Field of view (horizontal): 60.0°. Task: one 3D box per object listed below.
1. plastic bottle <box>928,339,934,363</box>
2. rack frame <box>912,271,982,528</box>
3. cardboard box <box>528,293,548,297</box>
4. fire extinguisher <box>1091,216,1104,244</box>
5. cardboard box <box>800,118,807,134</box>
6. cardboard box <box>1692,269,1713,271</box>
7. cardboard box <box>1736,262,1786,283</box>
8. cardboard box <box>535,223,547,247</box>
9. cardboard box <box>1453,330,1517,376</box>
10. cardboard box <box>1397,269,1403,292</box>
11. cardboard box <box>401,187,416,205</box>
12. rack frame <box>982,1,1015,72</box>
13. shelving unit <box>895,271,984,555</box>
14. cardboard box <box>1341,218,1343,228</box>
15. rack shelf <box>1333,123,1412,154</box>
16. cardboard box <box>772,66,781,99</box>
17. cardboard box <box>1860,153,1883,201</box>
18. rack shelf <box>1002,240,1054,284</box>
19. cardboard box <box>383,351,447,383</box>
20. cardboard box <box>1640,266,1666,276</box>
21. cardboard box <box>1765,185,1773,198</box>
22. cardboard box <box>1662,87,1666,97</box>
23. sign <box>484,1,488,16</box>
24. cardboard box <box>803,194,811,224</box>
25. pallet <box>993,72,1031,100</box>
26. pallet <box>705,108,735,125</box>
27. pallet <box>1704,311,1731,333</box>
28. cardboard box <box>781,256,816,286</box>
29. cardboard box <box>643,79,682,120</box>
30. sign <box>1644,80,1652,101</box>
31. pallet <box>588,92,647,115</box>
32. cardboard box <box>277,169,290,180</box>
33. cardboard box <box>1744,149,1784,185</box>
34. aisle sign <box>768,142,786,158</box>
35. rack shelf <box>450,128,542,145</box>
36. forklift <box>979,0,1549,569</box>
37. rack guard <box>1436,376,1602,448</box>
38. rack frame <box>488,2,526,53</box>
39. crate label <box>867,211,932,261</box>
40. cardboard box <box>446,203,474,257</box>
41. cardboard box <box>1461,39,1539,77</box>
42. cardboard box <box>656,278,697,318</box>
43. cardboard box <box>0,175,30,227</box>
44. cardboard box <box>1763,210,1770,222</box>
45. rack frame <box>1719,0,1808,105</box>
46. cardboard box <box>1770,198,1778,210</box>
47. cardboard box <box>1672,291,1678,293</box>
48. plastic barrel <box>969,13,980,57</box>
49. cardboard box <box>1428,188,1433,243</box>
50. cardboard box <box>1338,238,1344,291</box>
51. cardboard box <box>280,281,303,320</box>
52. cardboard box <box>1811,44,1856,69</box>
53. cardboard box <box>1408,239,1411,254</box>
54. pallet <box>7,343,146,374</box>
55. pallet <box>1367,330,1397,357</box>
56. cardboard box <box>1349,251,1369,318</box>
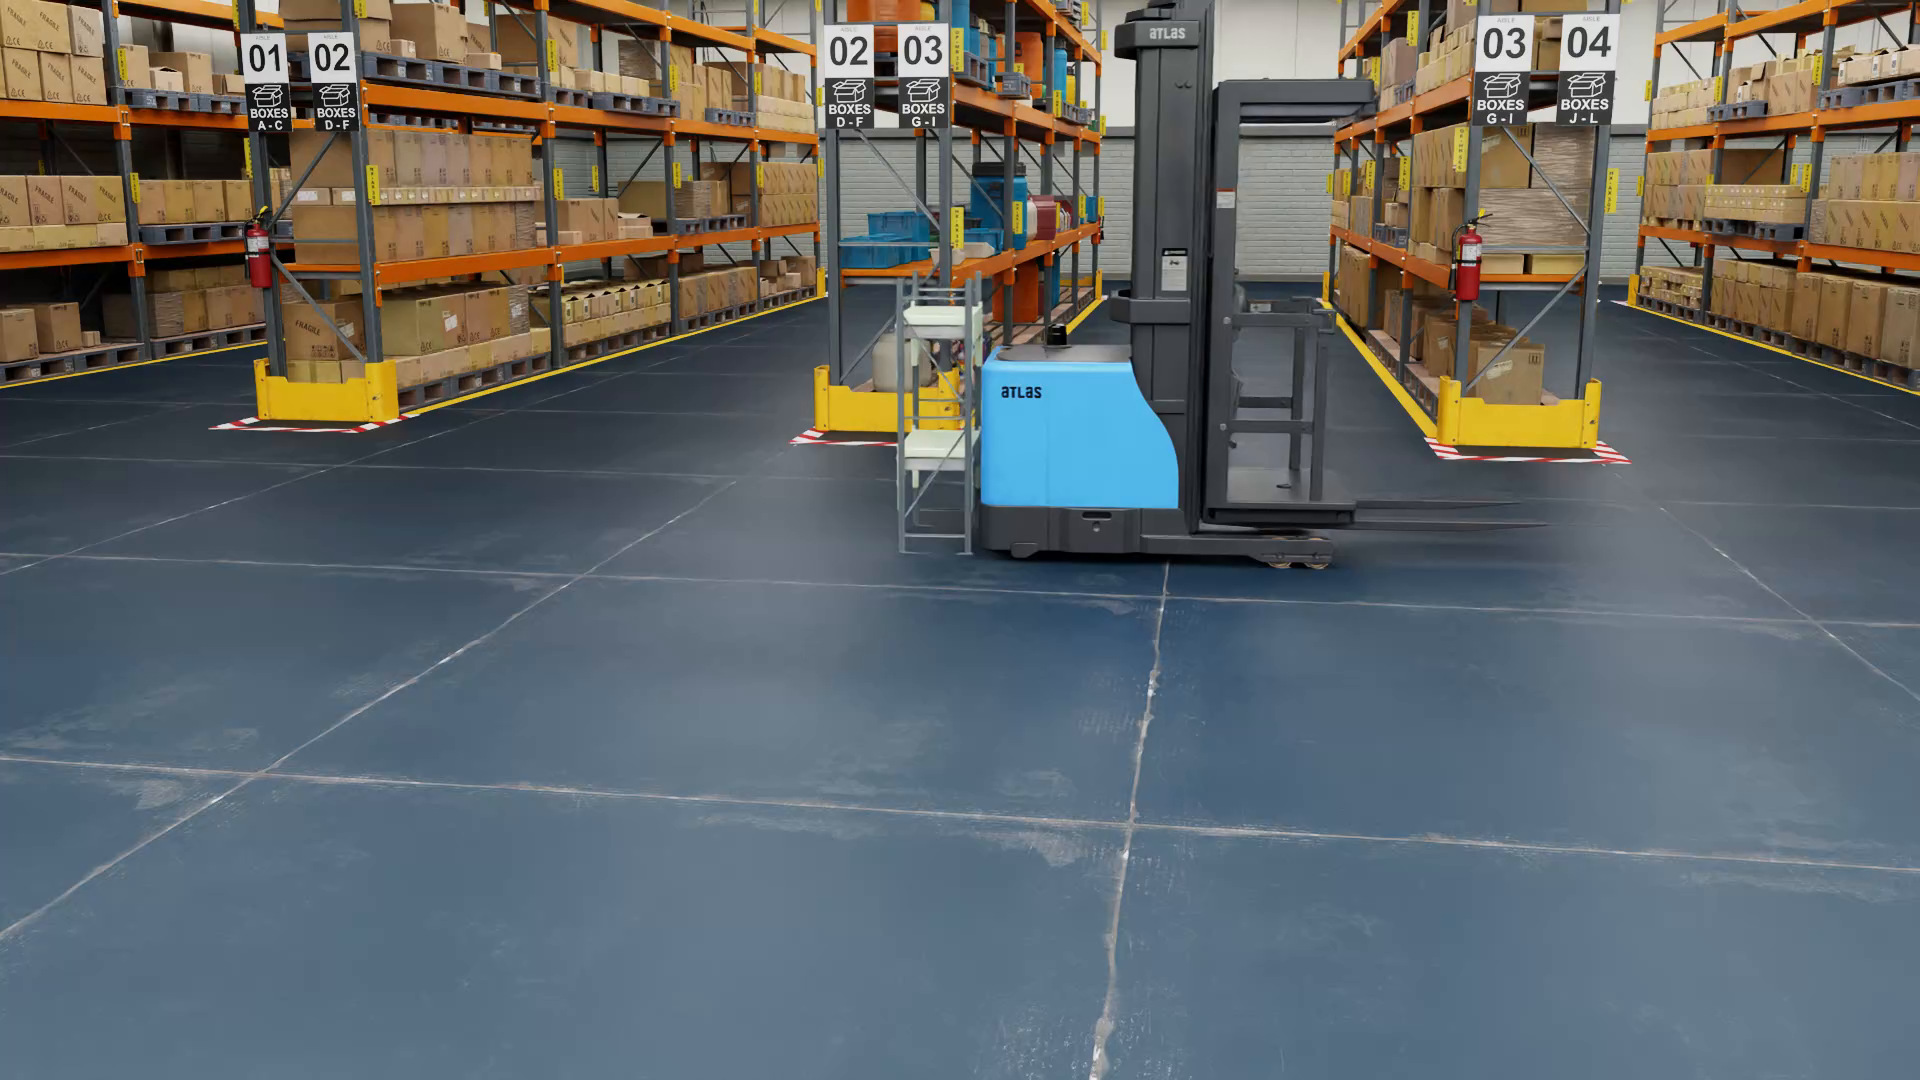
[{"bbox_3d":[-0.342,-1.961,16.716,0.144,0.351,0.185,2,12,9],"label":"plastic bottle"},{"bbox_3d":[-0.076,-0.809,9.689,0.400,1.500,0.023,1,12,5],"label":"rack frame"},{"bbox_3d":[-4.991,-2.699,19.095,0.500,0.311,0.500,2,12,10],"label":"cardboard box"},{"bbox_3d":[2.368,-5.495,28.938,0.296,0.674,0.183,2,12,9],"label":"fire extinguisher"},{"bbox_3d":[-2.904,-7.033,28.245,0.500,0.250,0.500,2,12,9],"label":"cardboard box"},{"bbox_3d":[11.732,-4.180,26.126,0.380,0.149,0.250,1,12,6],"label":"cardboard box"},{"bbox_3d":[10.523,-3.511,21.821,0.500,0.250,0.500,2,12,11],"label":"cardboard box"},{"bbox_3d":[-4.811,-3.392,18.469,0.500,0.250,0.500,3,12,12],"label":"cardboard box"},{"bbox_3d":[4.615,-1.575,14.618,0.500,0.500,0.500,3,13,14],"label":"cardboard box"},{"bbox_3d":[5.486,-3.092,19.828,0.500,0.250,0.500,2,12,11],"label":"cardboard box"},{"bbox_3d":[-5.108,-3.076,14.871,0.380,0.149,0.250,2,12,9],"label":"cardboard box"},{"bbox_3d":[0.050,-6.133,16.591,1.000,3.000,0.127,2,12,9],"label":"rack frame"},{"bbox_3d":[-0.106,-0.733,9.333,0.431,1.500,0.755,1,12,5],"label":"shelving unit"},{"bbox_3d":[6.056,-4.871,25.570,0.380,0.149,0.250,2,12,10],"label":"cardboard box"},{"bbox_3d":[6.482,-6.236,25.897,1.077,0.370,4.000,2,12,9],"label":"rack shelf"},{"bbox_3d":[-3.288,-7.337,26.687,0.700,0.500,0.500,2,12,9],"label":"cardboard box"},{"bbox_3d":[10.213,-3.923,17.966,0.700,0.500,0.500,2,12,8],"label":"cardboard box"},{"bbox_3d":[0.358,-3.265,19.230,1.077,0.370,4.000,2,12,9],"label":"rack shelf"},{"bbox_3d":[-5.083,-1.599,15.321,0.500,0.250,0.500,2,12,9],"label":"cardboard box"},{"bbox_3d":[11.259,-4.360,26.964,0.380,0.149,0.250,1,12,6],"label":"cardboard box"},{"bbox_3d":[10.148,-4.287,20.455,0.380,0.149,0.250,2,12,10],"label":"cardboard box"},{"bbox_3d":[11.230,-7.022,26.057,0.380,0.149,0.250,2,12,9],"label":"cardboard box"},{"bbox_3d":[-8.441,-9.505,29.645,0.100,0.325,0.005,2,12,9],"label":"sign"},{"bbox_3d":[-2.874,-5.698,28.576,0.500,0.500,0.500,2,12,9],"label":"cardboard box"},{"bbox_3d":[0.036,-4.421,16.215,1.213,0.211,1.003,2,12,9],"label":"pallet"},{"bbox_3d":[-3.939,-6.052,23.780,1.213,0.211,1.003,2,12,9],"label":"pallet"},{"bbox_3d":[10.942,-2.998,22.903,1.003,0.211,1.213,2,12,9],"label":"pallet"},{"bbox_3d":[-2.838,-4.731,29.217,0.500,0.500,0.500,2,12,9],"label":"cardboard box"},{"bbox_3d":[-4.195,-5.801,21.934,0.910,0.500,0.500,2,12,9],"label":"cardboard box"},{"bbox_3d":[11.139,-7.267,26.899,0.100,0.325,0.005,2,12,9],"label":"sign"},{"bbox_3d":[-4.414,-5.191,19.789,1.003,0.211,1.213,2,12,11],"label":"pallet"},{"bbox_3d":[-9.147,-4.862,22.113,0.380,0.149,0.250,0,12,1],"label":"cardboard box"},{"bbox_3d":[11.370,-5.292,23.614,0.500,0.500,0.500,2,12,10],"label":"cardboard box"},{"bbox_3d":[-3.278,-7.154,29.398,0.394,0.787,0.004,2,12,9],"label":"aisle sign"},{"bbox_3d":[-8.201,-6.717,28.131,1.077,0.370,4.000,2,12,9],"label":"rack shelf"},{"bbox_3d":[1.646,-1.395,9.009,3.031,2.935,1.130,1,12,5],"label":"forklift"},{"bbox_3d":[4.341,-1.001,12.951,1.175,0.500,0.348,2,12,9],"label":"rack guard"},{"bbox_3d":[-7.893,-8.952,29.671,1.000,3.000,0.127,2,12,9],"label":"rack frame"},{"bbox_3d":[-0.549,-2.777,15.174,0.502,0.435,0.616,2,12,9],"label":"crate label"},{"bbox_3d":[-5.139,-2.997,16.041,0.700,0.500,0.500,2,12,10],"label":"cardboard box"},{"bbox_3d":[4.152,-3.709,12.818,0.500,0.250,0.500,2,12,10],"label":"cardboard box"},{"bbox_3d":[-3.876,-3.273,22.448,0.500,0.500,0.500,2,12,11],"label":"cardboard box"},{"bbox_3d":[-9.745,-3.399,16.673,0.500,0.500,0.500,2,12,10],"label":"cardboard box"},{"bbox_3d":[10.146,-3.996,20.514,0.380,0.149,0.250,2,12,10],"label":"cardboard box"},{"bbox_3d":[11.060,-7.456,22.730,1.000,3.000,0.127,2,12,9],"label":"rack frame"},{"bbox_3d":[10.110,-4.092,20.253,0.380,0.149,0.250,2,12,11],"label":"cardboard box"},{"bbox_3d":[11.049,-3.695,25.290,0.380,0.149,0.250,2,12,10],"label":"cardboard box"},{"bbox_3d":[-0.086,-5.024,17.378,0.600,0.901,0.708,2,12,9],"label":"plastic barrel"},{"bbox_3d":[4.725,-2.932,15.035,0.875,0.500,0.500,2,12,9],"label":"cardboard box"},{"bbox_3d":[6.770,-4.568,27.618,0.875,0.875,0.875,2,12,9],"label":"cardboard box"},{"bbox_3d":[-9.183,-3.195,22.089,0.700,0.500,0.500,2,12,9],"label":"cardboard box"},{"bbox_3d":[10.250,-5.673,19.521,0.396,0.266,0.258,2,12,9],"label":"cardboard box"},{"bbox_3d":[4.614,-2.882,16.342,0.380,0.149,0.250,2,12,9],"label":"cardboard box"},{"bbox_3d":[-9.807,-2.017,18.352,1.003,0.211,1.213,2,12,9],"label":"pallet"},{"bbox_3d":[5.438,-2.347,19.881,1.003,0.211,1.213,2,12,9],"label":"pallet"},{"bbox_3d":[5.831,-3.367,22.045,1.225,0.875,0.875,2,12,9],"label":"cardboard box"}]
